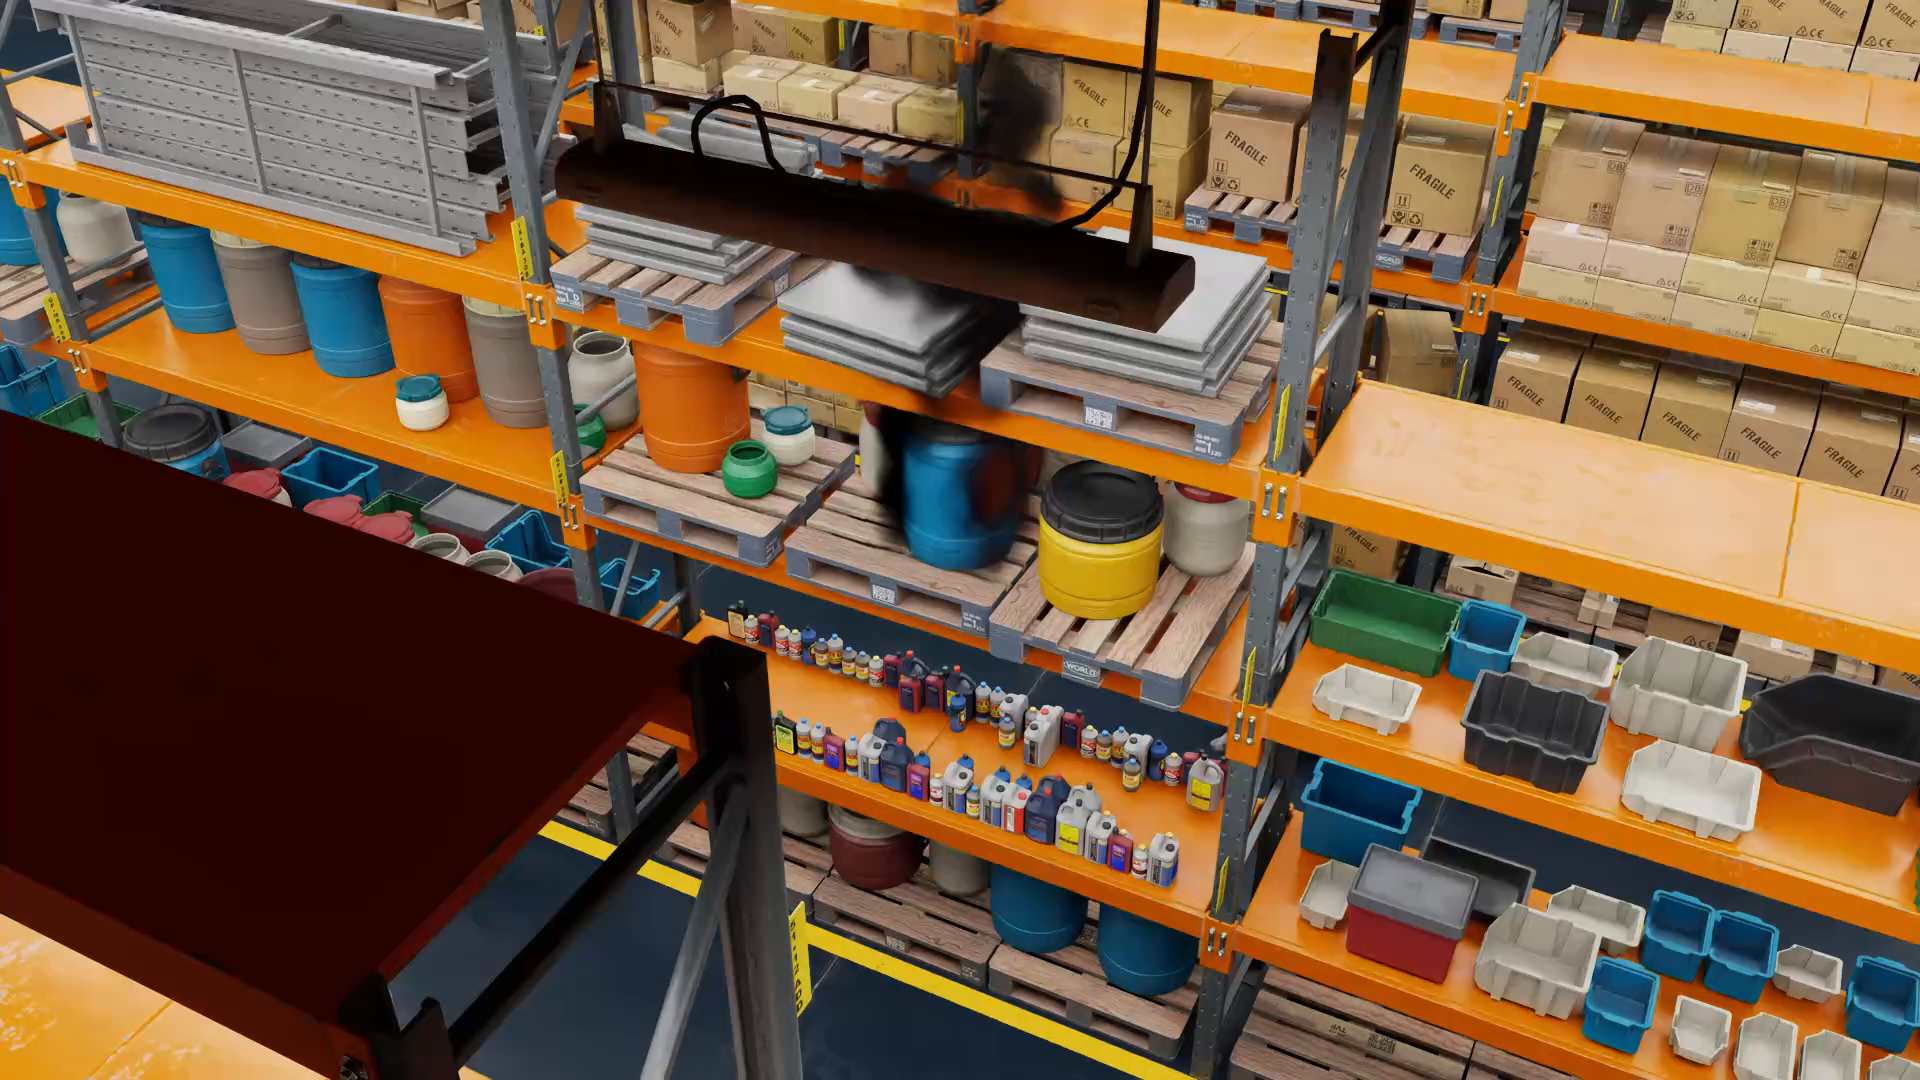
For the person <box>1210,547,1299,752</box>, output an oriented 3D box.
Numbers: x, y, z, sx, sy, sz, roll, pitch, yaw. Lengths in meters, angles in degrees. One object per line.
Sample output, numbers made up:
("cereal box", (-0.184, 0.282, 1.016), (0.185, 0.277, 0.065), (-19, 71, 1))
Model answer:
("person", (2.154, 0.767, 11.313), (0.764, 1.739, 0.596), (11, 36, 15))
